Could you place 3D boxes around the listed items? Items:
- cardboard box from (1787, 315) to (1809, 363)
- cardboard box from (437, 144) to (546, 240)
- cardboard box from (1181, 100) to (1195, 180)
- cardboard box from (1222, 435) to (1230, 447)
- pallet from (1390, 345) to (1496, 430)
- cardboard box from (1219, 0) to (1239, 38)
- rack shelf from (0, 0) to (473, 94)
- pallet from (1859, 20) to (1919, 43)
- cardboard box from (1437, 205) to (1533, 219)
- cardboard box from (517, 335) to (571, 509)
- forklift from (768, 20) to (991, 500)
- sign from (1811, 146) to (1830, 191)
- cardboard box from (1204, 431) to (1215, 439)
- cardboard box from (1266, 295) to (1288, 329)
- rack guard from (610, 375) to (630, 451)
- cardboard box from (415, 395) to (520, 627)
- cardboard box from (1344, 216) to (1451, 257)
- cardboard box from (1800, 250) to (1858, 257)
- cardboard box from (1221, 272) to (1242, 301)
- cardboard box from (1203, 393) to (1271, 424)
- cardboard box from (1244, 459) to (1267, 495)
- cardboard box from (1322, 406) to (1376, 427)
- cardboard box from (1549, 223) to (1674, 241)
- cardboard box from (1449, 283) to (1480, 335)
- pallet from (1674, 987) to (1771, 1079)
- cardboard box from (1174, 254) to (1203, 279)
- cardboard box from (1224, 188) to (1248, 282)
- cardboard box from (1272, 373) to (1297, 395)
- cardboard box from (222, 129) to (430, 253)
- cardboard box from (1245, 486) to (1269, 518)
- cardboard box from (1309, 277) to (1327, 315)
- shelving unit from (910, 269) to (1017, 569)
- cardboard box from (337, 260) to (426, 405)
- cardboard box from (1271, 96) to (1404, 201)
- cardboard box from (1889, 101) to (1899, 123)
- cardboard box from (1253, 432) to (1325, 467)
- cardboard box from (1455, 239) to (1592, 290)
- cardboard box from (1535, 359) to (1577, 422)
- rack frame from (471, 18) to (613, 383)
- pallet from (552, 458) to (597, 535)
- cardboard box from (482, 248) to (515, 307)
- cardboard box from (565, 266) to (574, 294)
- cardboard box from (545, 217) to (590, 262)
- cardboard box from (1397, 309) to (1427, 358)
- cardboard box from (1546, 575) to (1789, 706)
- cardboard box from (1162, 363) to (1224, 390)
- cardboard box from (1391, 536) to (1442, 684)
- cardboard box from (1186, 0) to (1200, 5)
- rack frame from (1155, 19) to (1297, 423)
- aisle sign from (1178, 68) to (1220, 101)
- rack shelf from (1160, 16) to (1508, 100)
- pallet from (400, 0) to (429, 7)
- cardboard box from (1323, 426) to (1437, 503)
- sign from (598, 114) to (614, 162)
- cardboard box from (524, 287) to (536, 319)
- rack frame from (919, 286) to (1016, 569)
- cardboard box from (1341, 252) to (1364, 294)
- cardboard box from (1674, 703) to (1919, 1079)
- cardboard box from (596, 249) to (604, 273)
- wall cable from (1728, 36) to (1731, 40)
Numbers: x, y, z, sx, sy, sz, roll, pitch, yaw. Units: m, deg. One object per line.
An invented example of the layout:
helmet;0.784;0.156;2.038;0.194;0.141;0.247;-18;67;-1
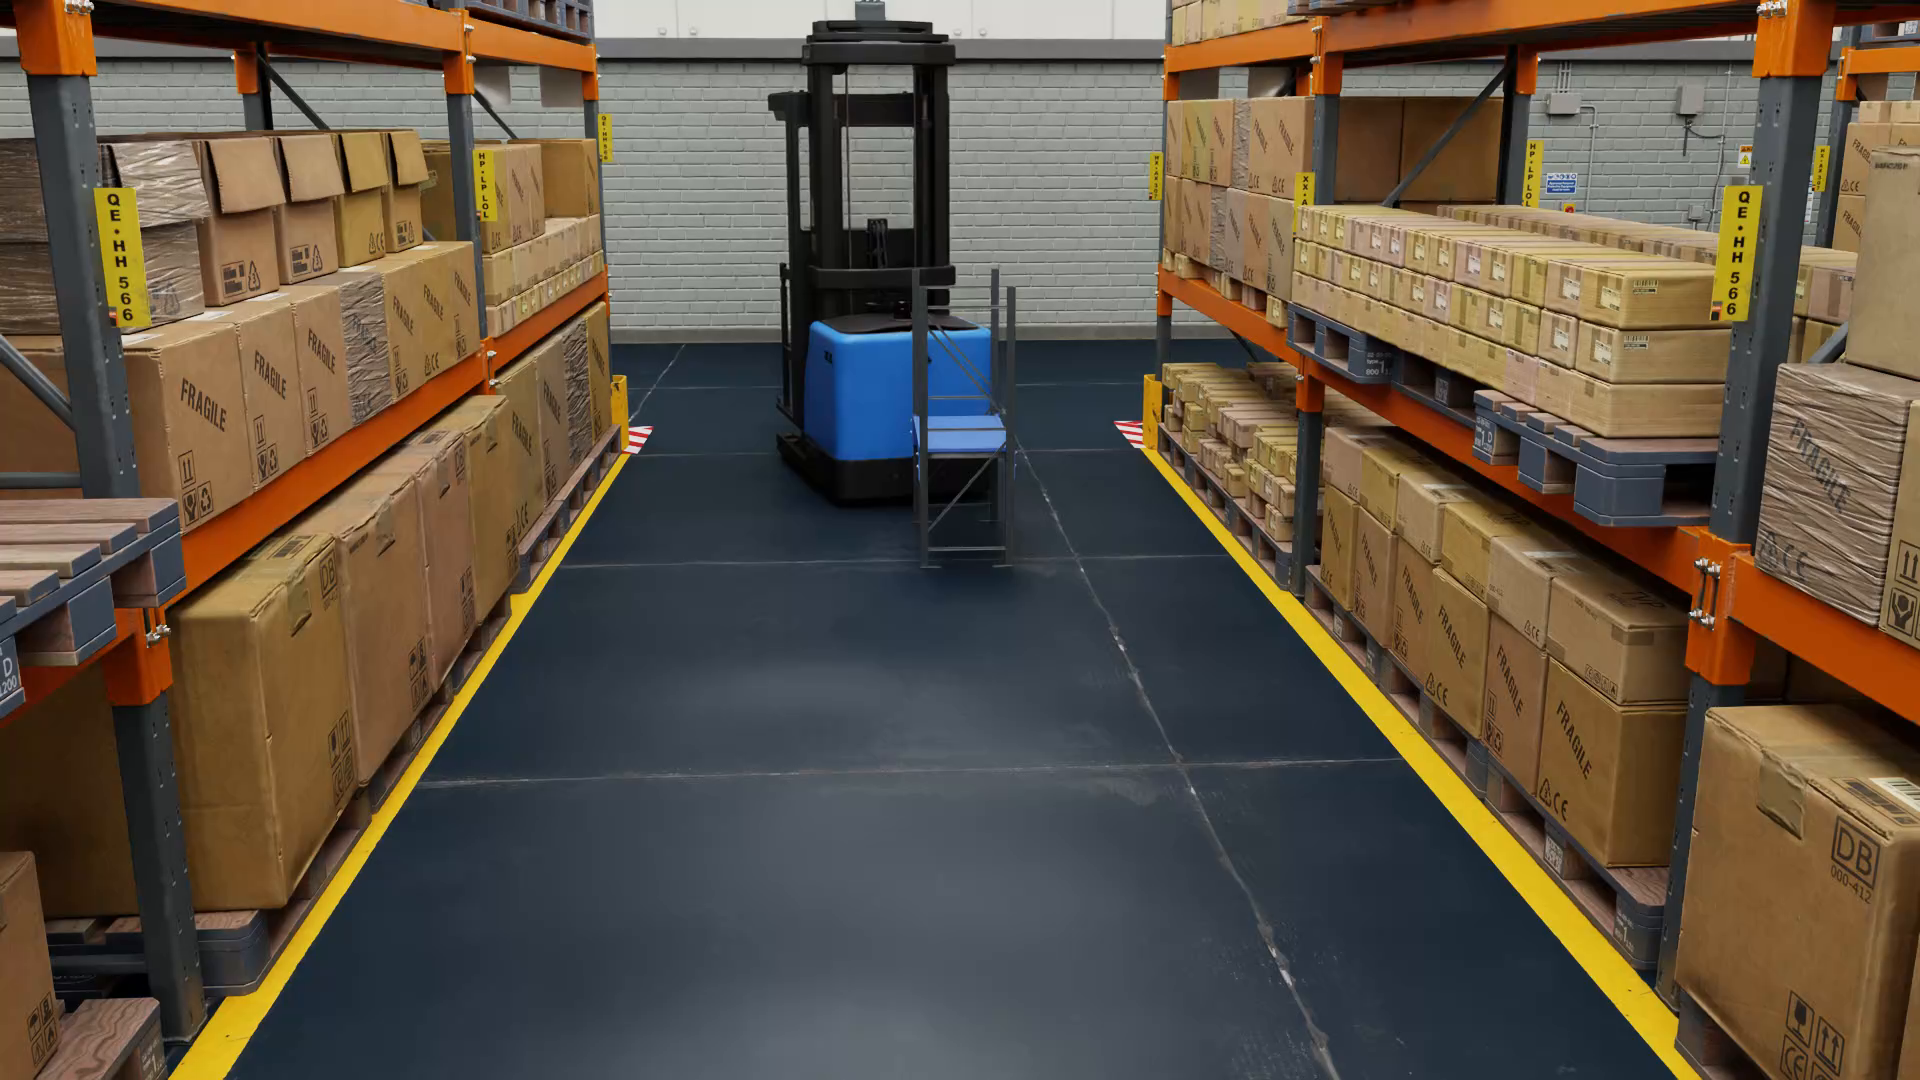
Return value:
cardboard box;2.585;-0.601;4.906;0.380;0.149;0.250;0;14;-1
cardboard box;-2.605;-1.937;9.235;0.500;0.500;0.500;-1;14;-5
cardboard box;1.738;-2.610;10.845;0.500;0.500;0.500;0;14;-2
cardboard box;1.855;-0.681;10.436;0.380;0.149;0.250;0;14;-1
pallet;2.270;-0.583;6.158;1.003;0.211;1.213;-1;14;-3
cardboard box;1.805;-3.051;9.646;0.500;0.250;0.500;-1;14;-4
rack shelf;-2.647;-1.735;5.672;1.077;0.370;4.000;-1;14;-3
pallet;6.928;-3.501;11.271;1.003;0.211;1.213;-1;14;-3
cardboard box;2.405;-1.452;7.618;0.380;0.149;0.250;0;14;-1
cardboard box;-2.788;-0.691;9.615;0.875;0.875;0.875;-1;14;-3
forklift;-0.676;-1.993;11.388;1.130;2.935;3.031;-4;15;-16
sign;6.318;-2.726;12.205;0.100;0.325;0.005;-1;14;-3
cardboard box;1.788;-0.609;10.751;0.380;0.149;0.250;-1;14;-3
cardboard box;1.809;-1.187;8.625;0.380;0.149;0.250;-1;14;-5
rack guard;-3.021;-0.918;12.091;1.175;0.500;0.348;-1;14;-3
cardboard box;-2.712;-0.143;7.485;1.225;0.875;0.875;-1;14;-3
cardboard box;1.801;-1.249;6.827;0.380;0.149;0.250;-1;14;-4
cardboard box;2.568;-0.800;5.083;0.380;0.149;0.250;-1;14;-4
cardboard box;1.765;-1.513;9.890;0.380;0.149;0.250;-1;14;-2
cardboard box;1.732;-0.822;10.387;0.380;0.149;0.250;-1;14;-3
cardboard box;1.785;-0.353;9.160;0.380;0.149;0.250;-1;14;-5
cardboard box;2.276;-0.706;9.935;0.380;0.149;0.250;-1;15;-6
cardboard box;2.485;-1.128;6.358;0.380;0.149;0.250;-2;15;-6
cardboard box;1.883;-0.782;5.610;0.380;0.149;0.250;-1;14;-4
pallet;2.407;1.363;3.804;1.003;0.211;1.213;-1;14;-3
cardboard box;1.651;-1.836;11.148;0.380;0.149;0.250;-1;14;-5
cardboard box;1.813;-1.740;9.473;0.500;0.500;0.500;-1;14;-4
cardboard box;2.324;-1.031;11.199;0.380;0.149;0.250;-1;14;-5
cardboard box;-2.723;-1.503;7.135;0.797;0.503;0.637;-1;14;-5
cardboard box;1.808;-0.225;9.259;0.380;0.149;0.250;-1;14;-5
cardboard box;1.774;-1.087;7.392;0.380;0.149;0.250;-1;14;-3
shelving unit;0.005;-0.705;9.257;0.538;1.500;1.048;-1;14;-3
cardboard box;-2.407;-0.811;6.458;0.500;0.500;0.500;-1;14;-4
cardboard box;1.886;-1.969;8.354;0.500;0.500;0.500;-1;14;-5
cardboard box;6.705;-2.966;11.524;0.380;0.149;0.250;-1;14;-2
cardboard box;1.826;-0.499;9.131;0.380;0.149;0.250;-1;14;-4
cardboard box;1.887;-0.923;5.562;0.380;0.149;0.250;-1;14;-3
cardboard box;1.930;-0.443;4.891;0.380;0.149;0.250;-1;14;-4
rack frame;-3.019;-2.123;11.756;1.000;3.000;0.127;-1;14;-3
pallet;-2.819;-0.272;10.159;1.003;0.211;1.213;-1;14;-3
cardboard box;-2.539;-1.320;8.341;0.500;0.250;0.500;-1;14;-4
cardboard box;-2.587;-1.599;10.225;0.380;0.149;0.250;-1;14;-3
cardboard box;-2.693;-1.951;10.795;0.500;0.250;0.500;-1;14;-4
cardboard box;1.850;-0.768;6.155;0.380;0.149;0.250;-2;15;-6
cardboard box;2.129;0.294;5.034;0.500;0.250;0.500;-1;14;-5
cardboard box;1.631;-1.149;11.658;0.380;0.149;0.250;-2;15;-6
cardboard box;2.047;0.278;6.602;0.500;0.500;0.500;-1;14;-2
cardboard box;1.739;-3.553;10.594;0.500;0.250;0.500;-1;14;-4
rack frame;1.938;-2.174;11.956;1.000;3.000;0.127;-1;14;-3
aisle sign;1.634;-3.446;11.685;0.394;0.787;0.004;-1;14;-3
rack shelf;2.062;-2.781;9.739;1.077;0.370;4.000;-1;14;-3
pallet;-2.665;-2.260;6.656;0.805;0.209;1.217;-1;15;-6
cardboard box;1.968;-0.347;7.525;0.500;0.250;0.500;-2;15;-6
sign;-2.477;-2.803;11.601;0.100;0.325;0.005;-1;14;-3
cardboard box;-2.509;-1.281;8.989;0.380;0.149;0.250;-1;14;-5
rack frame;0.037;-0.579;8.766;0.500;1.500;0.032;-1;14;-3
cardboard box;1.802;-1.107;6.872;0.380;0.149;0.250;-2;15;-6
cardboard box;2.381;0.855;3.857;1.050;0.750;0.750;-1;14;-4
cardboard box;-2.668;-1.917;11.463;0.380;0.149;0.250;-1;14;-2
wall cable;6.989;-6.602;17.127;2.355;3.000;0.029;-1;14;-3
